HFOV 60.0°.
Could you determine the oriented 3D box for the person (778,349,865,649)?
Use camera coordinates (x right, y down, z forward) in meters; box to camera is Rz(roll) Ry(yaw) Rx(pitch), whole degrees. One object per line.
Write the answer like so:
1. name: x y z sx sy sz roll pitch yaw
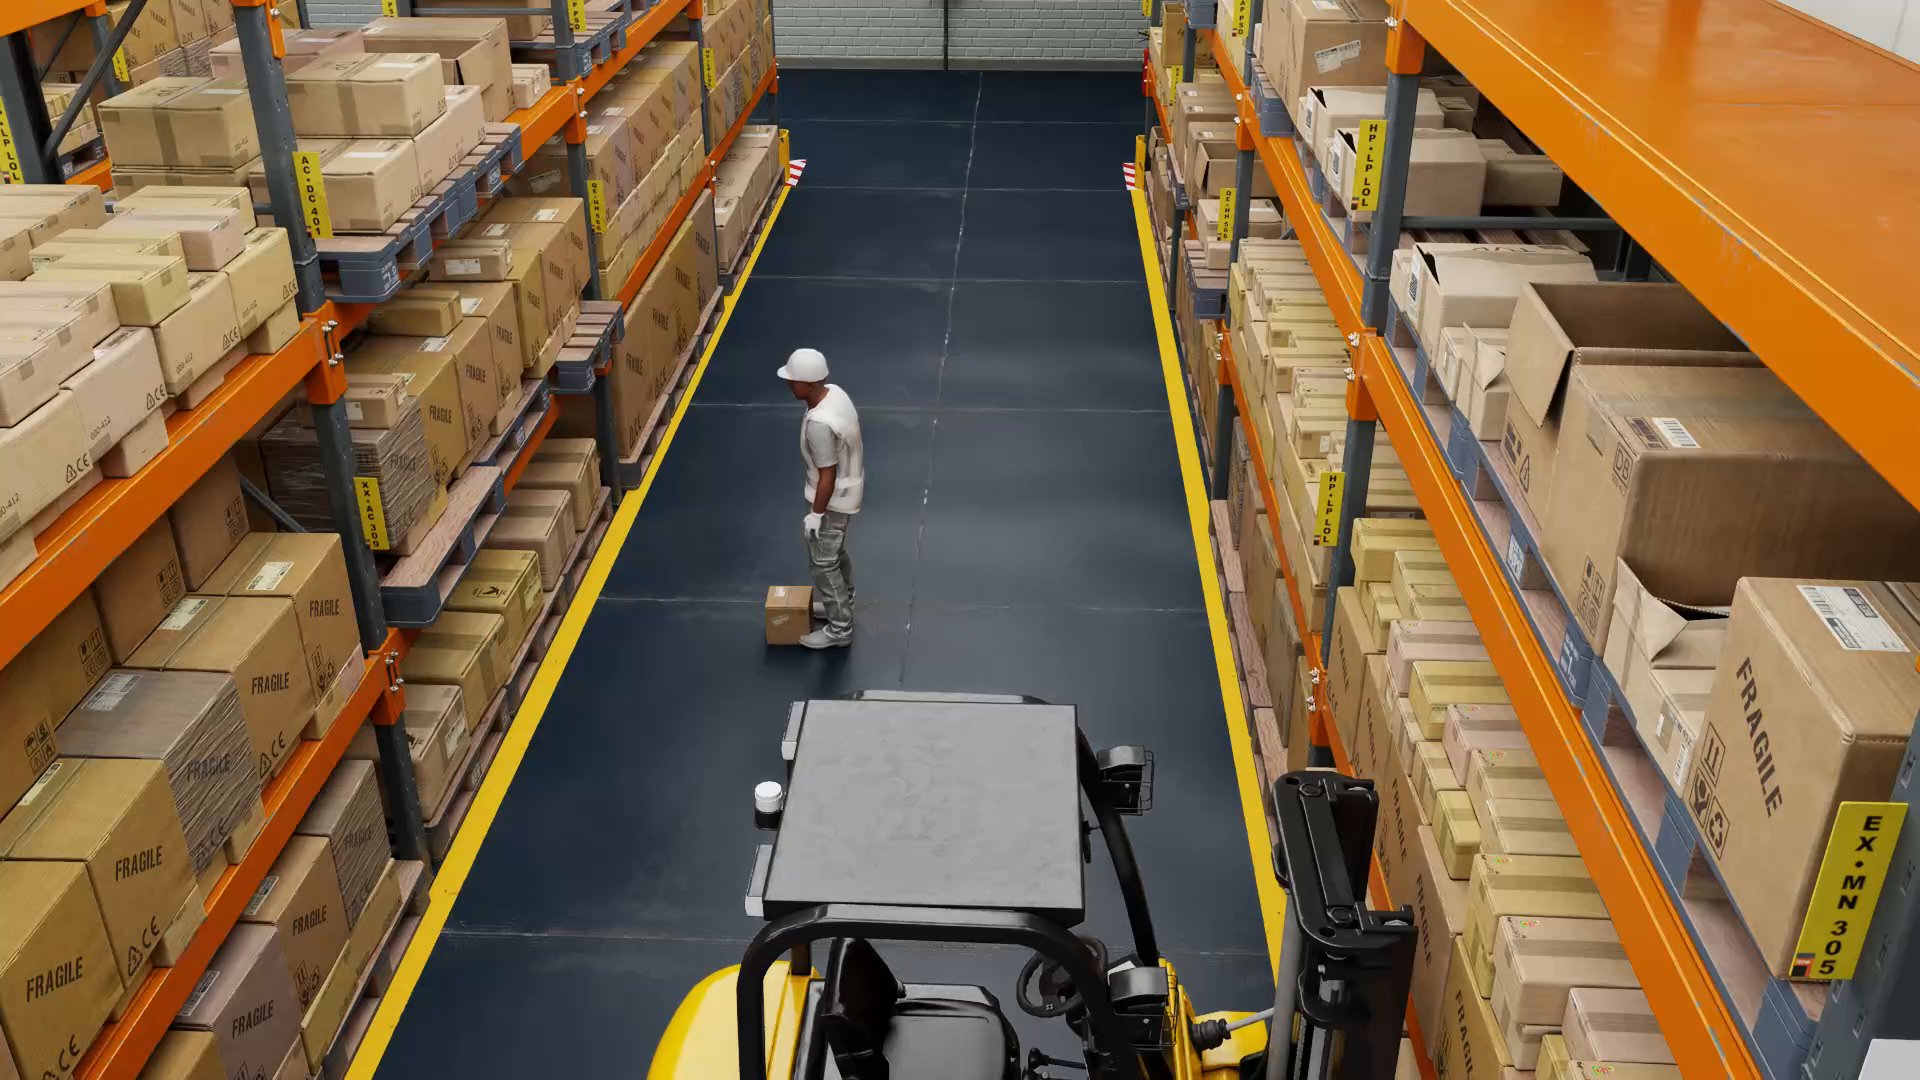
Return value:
1. person: -0.756 -0.242 9.304 0.446 1.775 0.617 1 28 2
